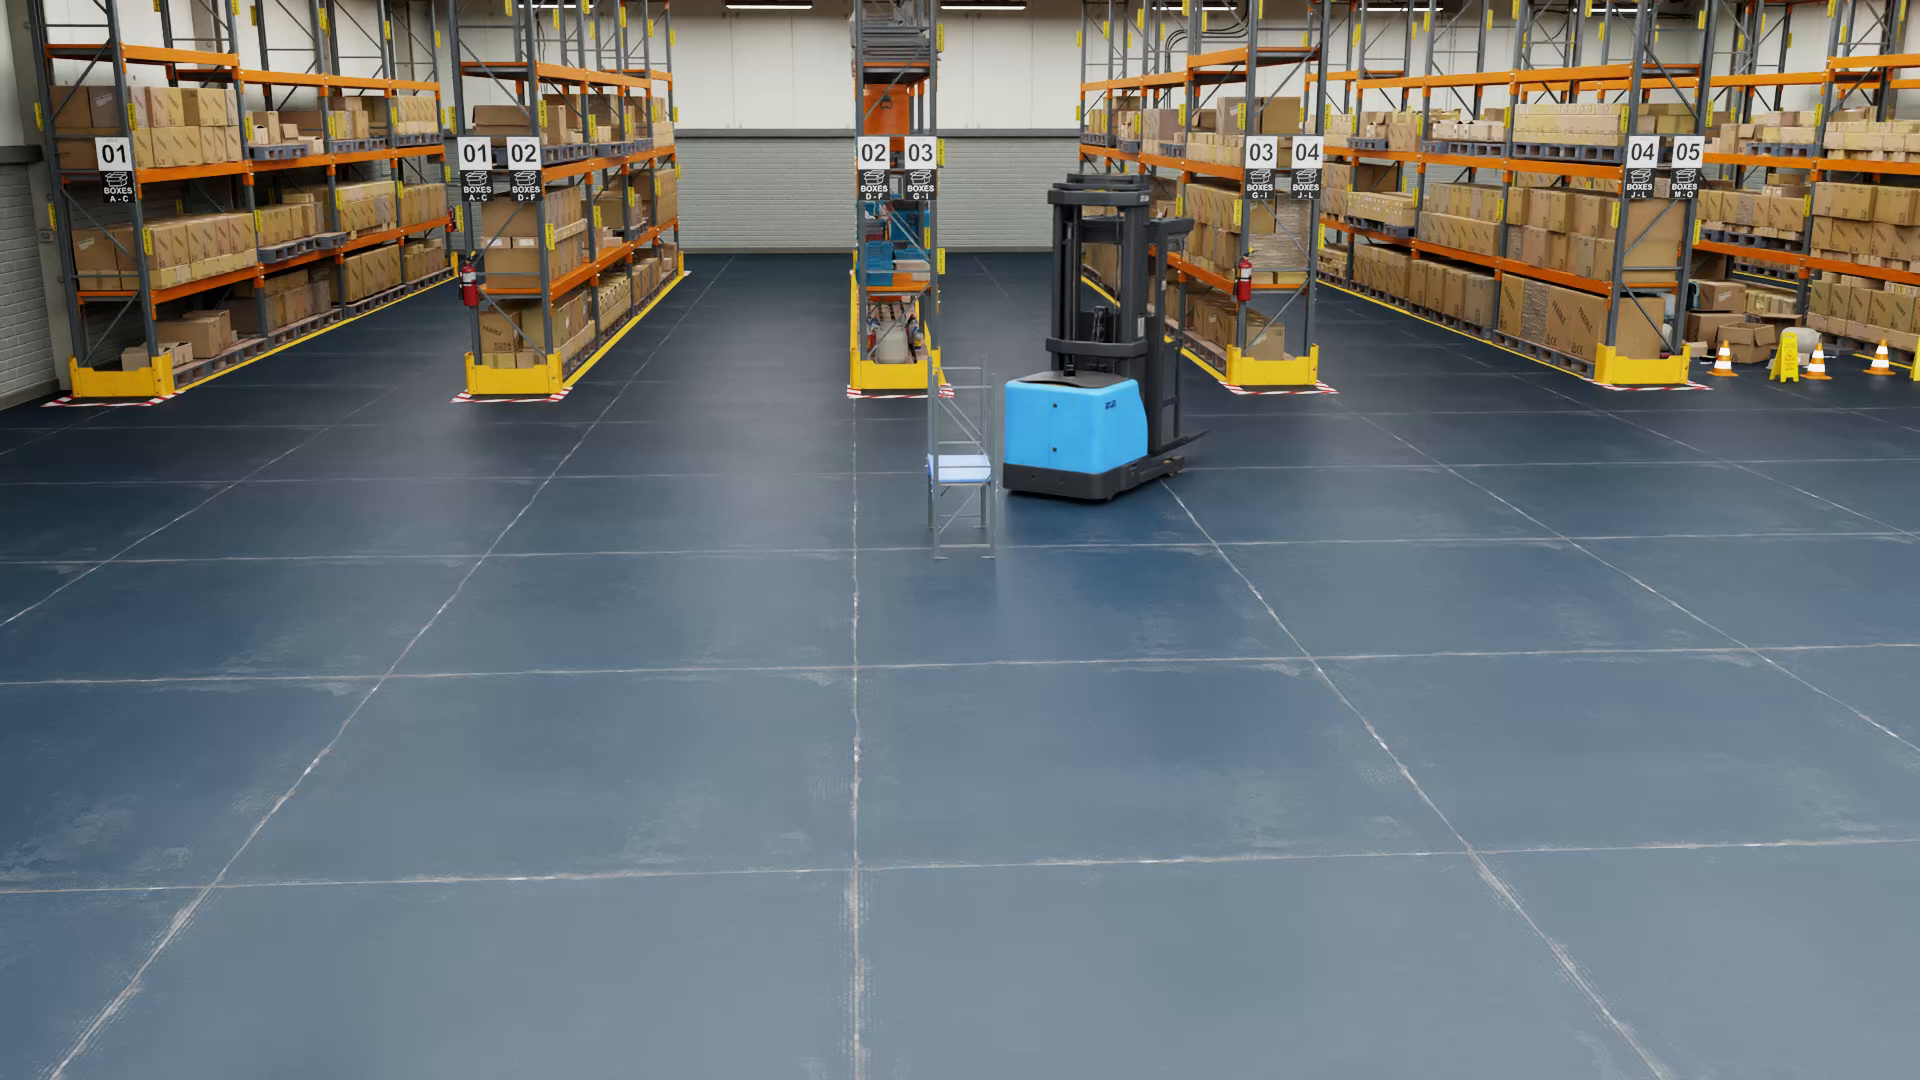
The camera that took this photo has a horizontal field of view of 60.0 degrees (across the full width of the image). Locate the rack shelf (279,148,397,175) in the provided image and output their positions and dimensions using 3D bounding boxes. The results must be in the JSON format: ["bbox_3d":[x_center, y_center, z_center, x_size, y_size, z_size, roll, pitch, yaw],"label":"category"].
[{"bbox_3d":[-11.303,-6.887,30.199,1.077,0.370,4.000,-1,14,-3],"label":"rack shelf"}]

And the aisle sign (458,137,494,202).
[{"bbox_3d":[-6.028,-4.612,20.713,0.394,0.787,0.004,-1,14,-3],"label":"aisle sign"}]

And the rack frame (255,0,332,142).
[{"bbox_3d":[-11.179,-8.191,27.803,1.000,3.000,0.127,-1,14,-3],"label":"rack frame"}]

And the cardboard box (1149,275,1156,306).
[{"bbox_3d":[3.714,-4.351,29.052,0.700,0.500,0.500,-2,15,-6],"label":"cardboard box"}]

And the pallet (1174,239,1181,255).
[{"bbox_3d":[3.998,-4.620,26.347,1.003,0.211,1.213,-1,14,-3],"label":"pallet"}]

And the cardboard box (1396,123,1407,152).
[{"bbox_3d":[8.277,-7.330,30.275,0.500,0.500,0.500,-1,14,-3],"label":"cardboard box"}]

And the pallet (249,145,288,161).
[{"bbox_3d":[-10.863,-5.808,24.937,1.213,0.211,1.003,-1,14,-3],"label":"pallet"}]

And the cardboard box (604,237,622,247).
[{"bbox_3d":[-5.903,-5.022,28.030,0.380,0.149,0.250,-1,14,-3],"label":"cardboard box"}]

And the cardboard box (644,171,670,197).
[{"bbox_3d":[-6.328,-7.397,34.547,0.500,0.500,0.500,0,14,-2],"label":"cardboard box"}]

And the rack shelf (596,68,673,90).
[{"bbox_3d":[-6.606,-9.411,33.993,1.077,0.370,4.000,-1,14,-3],"label":"rack shelf"}]

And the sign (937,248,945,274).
[{"bbox_3d":[-0.246,-3.591,21.406,0.100,0.325,0.005,-1,14,-3],"label":"sign"}]

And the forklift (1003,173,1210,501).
[{"bbox_3d":[1.592,-2.098,16.299,1.130,2.935,3.031,9,17,30],"label":"forklift"}]

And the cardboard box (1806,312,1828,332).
[{"bbox_3d":[13.559,-3.394,25.874,0.500,0.250,0.500,-2,15,-6],"label":"cardboard box"}]

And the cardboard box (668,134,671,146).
[{"bbox_3d":[-6.415,-8.485,35.264,0.500,0.250,0.500,-1,14,-3],"label":"cardboard box"}]

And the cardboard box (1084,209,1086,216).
[{"bbox_3d":[2.901,-7.097,36.096,0.380,0.149,0.250,-1,14,-4],"label":"cardboard box"}]

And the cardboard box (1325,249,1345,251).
[{"bbox_3d":[8.020,-6.143,35.568,0.380,0.149,0.250,-1,14,-3],"label":"cardboard box"}]

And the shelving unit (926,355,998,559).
[{"bbox_3d":[0.005,-0.705,13.757,0.538,1.500,1.048,-1,14,-3],"label":"shelving unit"}]

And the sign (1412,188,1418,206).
[{"bbox_3d":[8.068,-6.078,29.466,0.100,0.325,0.005,-1,14,-3],"label":"sign"}]

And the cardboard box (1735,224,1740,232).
[{"bbox_3d":[13.479,-5.329,28.381,0.380,0.149,0.250,0,14,-1],"label":"cardboard box"}]

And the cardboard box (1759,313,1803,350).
[{"bbox_3d":[12.500,-3.177,25.364,0.500,0.500,0.500,10,18,35],"label":"cardboard box"}]

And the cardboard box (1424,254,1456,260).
[{"bbox_3d":[8.808,-5.098,30.489,0.500,0.250,0.500,-2,15,-6],"label":"cardboard box"}]

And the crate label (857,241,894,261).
[{"bbox_3d":[-1.179,-3.920,23.170,0.502,0.435,0.616,-1,14,-3],"label":"crate label"}]

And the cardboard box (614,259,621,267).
[{"bbox_3d":[-6.602,-5.226,30.947,0.500,0.250,0.500,-1,14,-4],"label":"cardboard box"}]

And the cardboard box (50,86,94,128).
[{"bbox_3d":[-10.971,-5.394,20.705,0.500,0.500,0.500,0,14,-1],"label":"cardboard box"}]

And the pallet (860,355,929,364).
[{"bbox_3d":[-0.892,-2.319,22.616,1.003,0.211,1.213,-1,14,-3],"label":"pallet"}]

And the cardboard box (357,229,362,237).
[{"bbox_3d":[-11.075,-5.579,30.153,0.380,0.149,0.250,-1,14,-3],"label":"cardboard box"}]

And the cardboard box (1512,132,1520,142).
[{"bbox_3d":[8.541,-6.059,24.996,0.380,0.149,0.250,-1,14,-4],"label":"cardboard box"}]

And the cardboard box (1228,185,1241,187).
[{"bbox_3d":[4.235,-4.965,24.500,0.500,0.500,0.500,-1,14,-3],"label":"cardboard box"}]

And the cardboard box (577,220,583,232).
[{"bbox_3d":[-5.743,-4.605,24.402,0.380,0.149,0.250,-1,14,-5],"label":"cardboard box"}]

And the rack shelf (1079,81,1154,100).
[{"bbox_3d":[3.281,-9.371,34.633,1.077,0.370,4.000,-1,14,-3],"label":"rack shelf"}]

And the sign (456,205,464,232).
[{"bbox_3d":[-6.282,-4.044,20.925,0.100,0.325,0.005,-1,14,-3],"label":"sign"}]

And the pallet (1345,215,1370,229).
[{"bbox_3d":[8.264,-6.276,32.785,1.003,0.211,1.213,-1,14,-3],"label":"pallet"}]

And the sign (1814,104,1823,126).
[{"bbox_3d":[13.238,-6.558,25.646,0.100,0.325,0.005,-1,14,-3],"label":"sign"}]

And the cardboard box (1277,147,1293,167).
[{"bbox_3d":[4.377,-5.029,21.835,0.500,0.250,0.500,0,14,-2],"label":"cardboard box"}]

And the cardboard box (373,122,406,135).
[{"bbox_3d":[-11.206,-8.088,32.681,0.500,0.250,0.500,-1,14,-4],"label":"cardboard box"}]

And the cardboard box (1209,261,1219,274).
[{"bbox_3d":[3.727,-3.843,23.447,0.380,0.149,0.250,-1,14,-3],"label":"cardboard box"}]

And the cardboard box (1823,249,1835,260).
[{"bbox_3d":[13.558,-4.406,25.637,0.380,0.149,0.250,0,14,-2],"label":"cardboard box"}]

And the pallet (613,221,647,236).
[{"bbox_3d":[-6.360,-5.754,30.754,1.003,0.211,1.213,-1,14,-3],"label":"pallet"}]

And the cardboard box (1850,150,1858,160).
[{"bbox_3d":[13.652,-5.797,25.022,0.380,0.149,0.250,-1,14,-3],"label":"cardboard box"}]

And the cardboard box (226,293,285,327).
[{"bbox_3d":[-11.075,-3.604,26.147,0.700,0.500,0.500,-1,14,-5],"label":"cardboard box"}]

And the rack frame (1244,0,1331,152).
[{"bbox_3d":[4.148,-6.431,20.962,1.000,3.000,0.127,-1,14,-3],"label":"rack frame"}]

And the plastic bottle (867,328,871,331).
[{"bbox_3d":[-1.343,-2.891,23.825,0.152,0.276,0.135,-1,14,-5],"label":"plastic bottle"}]

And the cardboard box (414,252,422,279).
[{"bbox_3d":[-11.398,-5.586,33.891,0.700,0.500,0.500,-1,14,-4],"label":"cardboard box"}]

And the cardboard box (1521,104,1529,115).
[{"bbox_3d":[8.558,-6.382,24.650,0.380,0.149,0.250,-1,14,-4],"label":"cardboard box"}]

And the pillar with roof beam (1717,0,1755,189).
[{"bbox_3d":[14.438,-11.259,39.725,9.100,9.000,0.548,-1,14,-3],"label":"pillar with roof beam"}]

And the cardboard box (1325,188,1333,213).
[{"bbox_3d":[7.989,-7.123,34.892,0.500,0.500,0.500,-1,14,-4],"label":"cardboard box"}]

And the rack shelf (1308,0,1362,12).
[{"bbox_3d":[8.238,-11.225,34.369,1.077,0.370,4.000,-1,14,-3],"label":"rack shelf"}]

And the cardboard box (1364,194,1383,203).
[{"bbox_3d":[7.993,-6.567,31.999,0.380,0.149,0.250,-1,14,-4],"label":"cardboard box"}]

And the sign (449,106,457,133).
[{"bbox_3d":[-6.282,-5.212,20.625,0.100,0.325,0.005,-1,14,-3],"label":"sign"}]

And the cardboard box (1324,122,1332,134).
[{"bbox_3d":[7.967,-8.684,35.035,0.500,0.250,0.500,-1,14,-6],"label":"cardboard box"}]

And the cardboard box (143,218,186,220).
[{"bbox_3d":[-11.057,-4.218,23.157,0.500,0.500,0.500,0,14,-2],"label":"cardboard box"}]

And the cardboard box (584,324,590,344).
[{"bbox_3d":[-5.719,-3.004,24.356,0.500,0.250,0.500,-1,14,-3],"label":"cardboard box"}]

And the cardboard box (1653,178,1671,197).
[{"bbox_3d":[13.211,-6.453,30.879,0.500,0.500,0.500,-1,14,-2],"label":"cardboard box"}]

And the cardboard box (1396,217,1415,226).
[{"bbox_3d":[8.120,-5.764,30.070,0.380,0.149,0.250,-1,14,-3],"label":"cardboard box"}]

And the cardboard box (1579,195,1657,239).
[{"bbox_3d":[8.995,-4.401,22.643,0.875,0.550,0.550,-1,14,-3],"label":"cardboard box"}]

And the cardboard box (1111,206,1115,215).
[{"bbox_3d":[3.216,-6.315,32.350,0.500,0.500,0.500,-1,14,-3],"label":"cardboard box"}]
